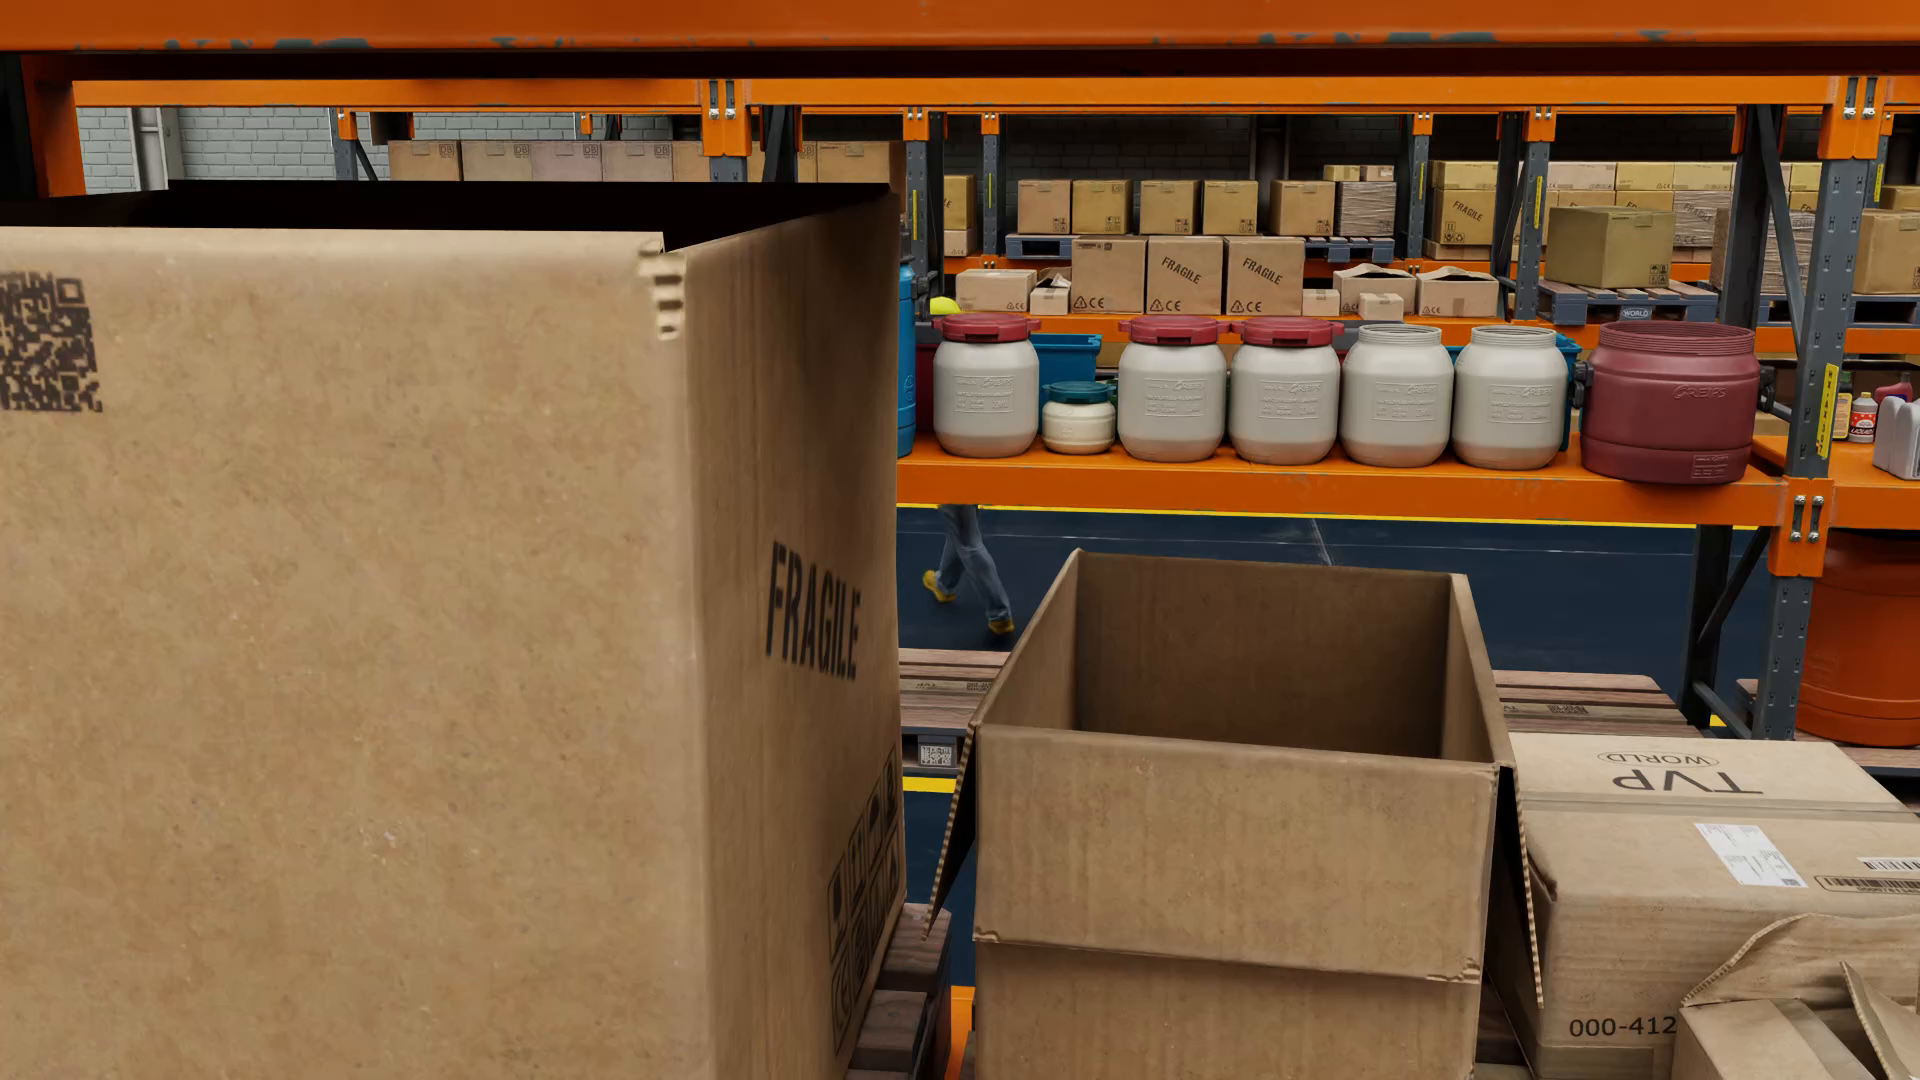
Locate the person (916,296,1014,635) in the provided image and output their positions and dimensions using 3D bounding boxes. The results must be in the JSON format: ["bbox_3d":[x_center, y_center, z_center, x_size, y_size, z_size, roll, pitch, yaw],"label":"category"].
[{"bbox_3d":[-0.057,-0.414,8.590,0.640,1.699,1.016,-10,17,-34],"label":"person"}]
